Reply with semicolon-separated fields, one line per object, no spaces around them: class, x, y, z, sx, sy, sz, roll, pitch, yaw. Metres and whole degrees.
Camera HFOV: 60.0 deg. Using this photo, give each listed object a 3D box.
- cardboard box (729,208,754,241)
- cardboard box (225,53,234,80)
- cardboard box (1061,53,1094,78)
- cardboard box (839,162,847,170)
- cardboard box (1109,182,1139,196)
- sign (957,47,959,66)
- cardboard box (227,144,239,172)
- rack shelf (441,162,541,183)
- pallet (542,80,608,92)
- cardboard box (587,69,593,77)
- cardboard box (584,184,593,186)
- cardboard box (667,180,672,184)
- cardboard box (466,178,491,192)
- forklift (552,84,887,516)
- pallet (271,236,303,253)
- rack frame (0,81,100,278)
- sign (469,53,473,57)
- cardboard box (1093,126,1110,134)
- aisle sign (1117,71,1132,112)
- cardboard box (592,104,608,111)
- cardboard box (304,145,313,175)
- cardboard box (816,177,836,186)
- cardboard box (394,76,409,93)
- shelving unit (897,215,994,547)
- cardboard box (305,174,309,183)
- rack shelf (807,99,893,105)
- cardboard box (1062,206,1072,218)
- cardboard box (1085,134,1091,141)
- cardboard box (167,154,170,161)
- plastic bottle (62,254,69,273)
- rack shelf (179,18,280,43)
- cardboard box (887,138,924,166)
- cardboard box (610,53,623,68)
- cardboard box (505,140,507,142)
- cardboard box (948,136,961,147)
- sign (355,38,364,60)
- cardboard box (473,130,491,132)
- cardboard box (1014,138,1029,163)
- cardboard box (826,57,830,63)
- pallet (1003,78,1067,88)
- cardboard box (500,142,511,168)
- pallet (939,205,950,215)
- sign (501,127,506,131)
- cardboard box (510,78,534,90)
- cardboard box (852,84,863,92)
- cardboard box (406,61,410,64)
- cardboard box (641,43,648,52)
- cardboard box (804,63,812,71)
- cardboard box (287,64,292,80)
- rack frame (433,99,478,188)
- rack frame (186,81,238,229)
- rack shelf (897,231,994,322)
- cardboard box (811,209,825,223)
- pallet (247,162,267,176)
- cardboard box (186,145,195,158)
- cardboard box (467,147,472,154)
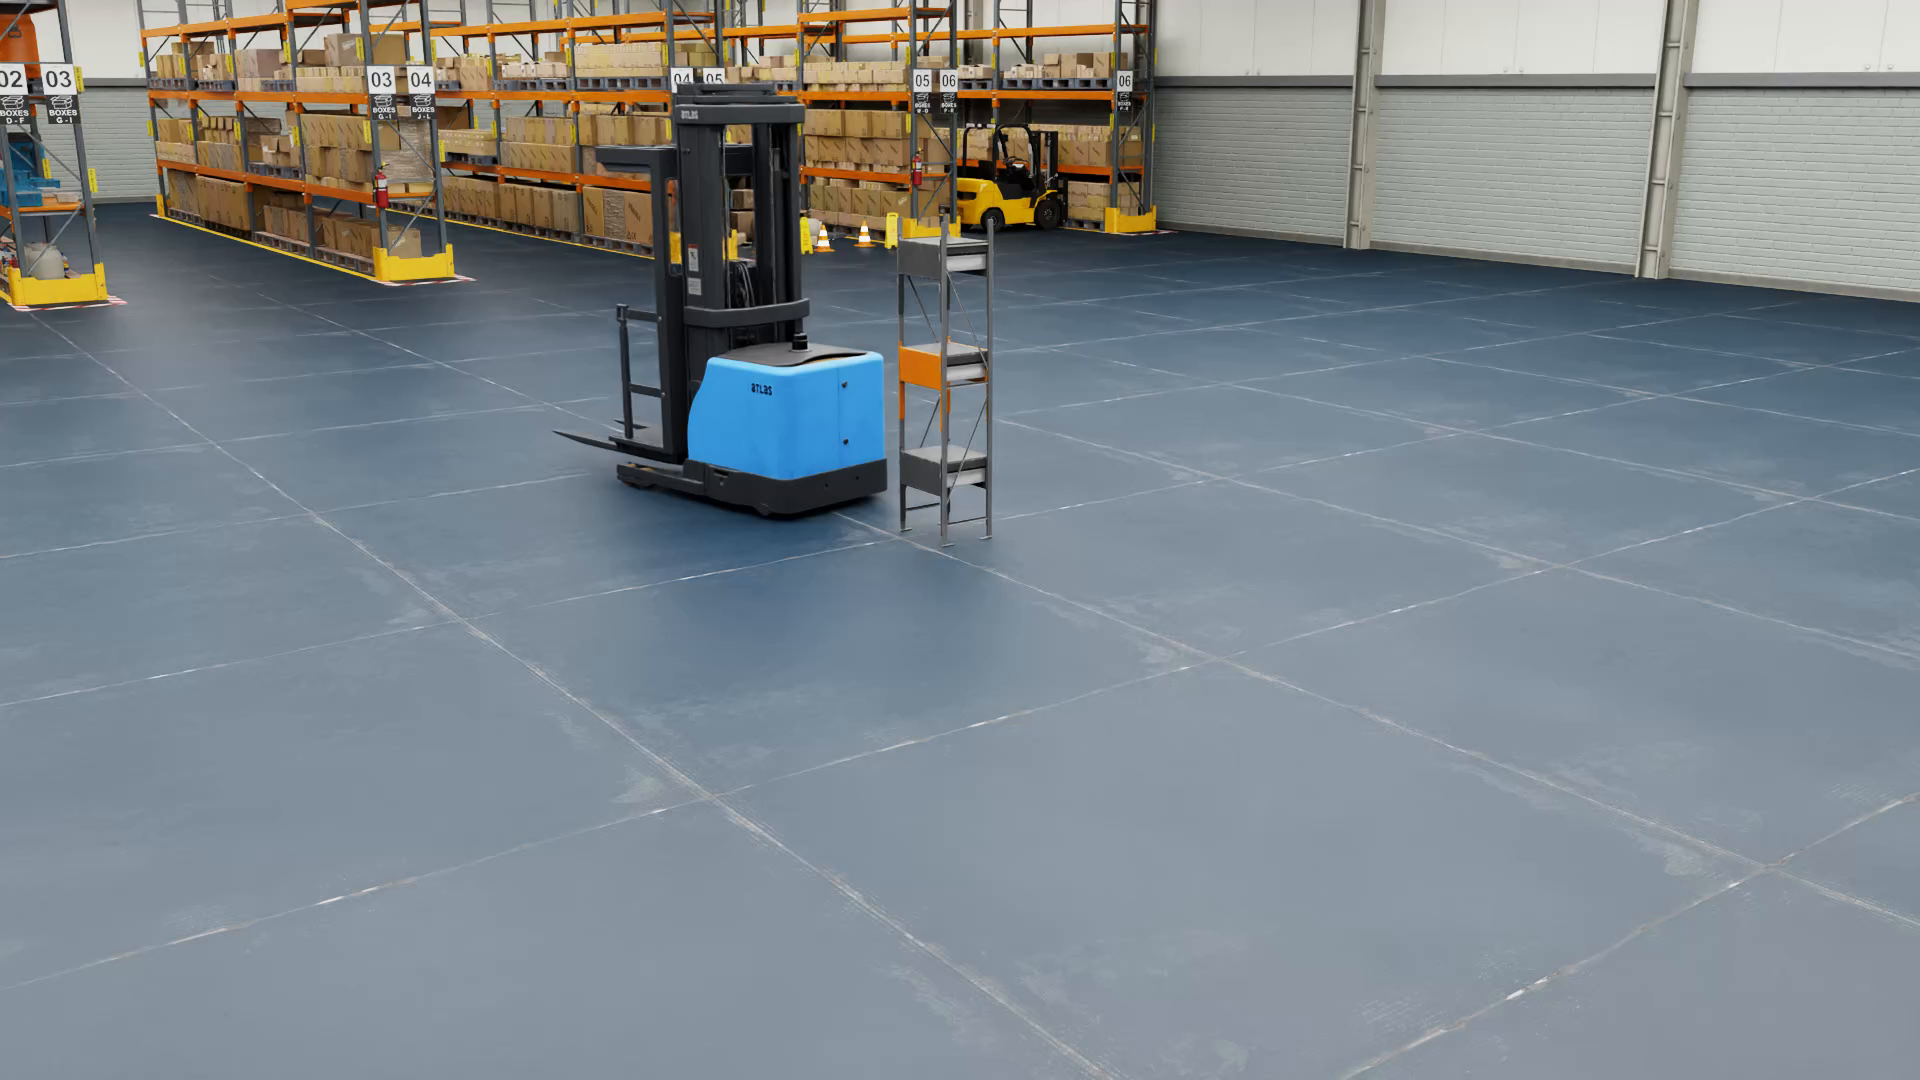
cardboard box;-4.131;-6.129;32.259;0.797;0.637;0.503;-11;19;-35
cardboard box;-13.631;-9.075;31.879;0.797;0.503;0.637;-10;18;-31
cardboard box;2.540;-9.895;34.691;0.700;0.500;0.500;-11;19;-34
cardboard box;-2.176;-7.428;33.010;0.380;0.149;0.250;-11;19;-34
cardboard box;3.389;-7.349;34.763;0.500;0.250;0.500;-11;19;-35
sign;-0.055;-9.040;31.084;0.100;0.325;0.005;-11;19;-35
cardboard box;-13.993;-7.480;32.533;0.500;0.500;0.500;-11;19;-35
rack shelf;-10.319;-8.085;36.298;1.077;0.370;4.000;-11;19;-35
pallet;-7.370;-8.694;31.839;0.805;0.209;1.217;-12;19;-37
cardboard box;-6.552;-8.489;30.218;0.380;0.149;0.250;-11;19;-35
cardboard box;-9.433;-9.345;43.595;0.875;0.438;0.875;-12;19;-36
cardboard box;-4.694;-6.442;28.645;0.875;0.550;0.550;-11;19;-35
cardboard box;-10.349;-7.686;35.997;0.500;0.250;0.500;-10;18;-33
forklift;-1.961;-1.883;12.405;3.031;2.935;1.130;13;20;40
pallet;-12.043;-5.485;30.715;1.003;0.211;1.213;-11;19;-35
rack frame;-12.517;-4.780;22.859;1.000;3.000;0.127;-11;19;-35
sign;-11.048;-10.833;37.565;0.100;0.325;0.005;-11;19;-35
cardboard box;2.967;-8.454;34.302;0.380;0.149;0.250;-11;19;-34
aisle sign;3.320;-9.053;33.544;0.394;0.787;0.004;-11;19;-35
cardboard box;-9.039;-10.890;41.872;0.380;0.149;0.250;-11;19;-36
cardboard box;-10.648;-6.489;28.350;0.875;0.500;0.500;-11;19;-35
cardboard box;-2.693;-7.288;33.786;0.380;0.149;0.250;-11;19;-34
cardboard box;-8.584;-7.066;25.814;0.500;0.250;0.500;-10;18;-33
shelving unit;-0.097;-1.048;10.928;0.431;2.100;0.503;-11;19;-35
cardboard box;-10.979;-6.189;28.483;0.380;0.149;0.250;-11;19;-35
rack shelf;-2.361;-11.093;41.606;1.077;0.370;4.000;-11;19;-35
cardboard box;2.415;-7.002;35.389;0.500;0.250;0.500;-11;19;-34
cardboard box;2.811;-8.365;34.538;0.380;0.149;0.250;-10;18;-34
cardboard box;-17.370;-8.498;36.919;0.380;0.149;0.250;-11;19;-36
plastic bottle;-13.331;-4.112;24.752;0.097;0.271;0.097;0;15;0
rack shelf;-14.390;-10.038;32.825;1.077;0.370;4.000;-11;19;-35
cardboard box;-1.036;-7.352;31.502;0.500;0.500;0.500;-11;19;-36
cardboard box;-5.837;-8.449;29.317;0.500;0.250;0.500;-11;19;-34
cardboard box;-9.426;-8.422;35.283;0.380;0.149;0.250;-10;18;-32
cardboard box;0.067;-9.165;38.218;0.500;0.250;0.500;-10;18;-33
sign;-8.971;-7.341;24.855;0.100;0.325;0.005;-11;19;-35
cardboard box;-10.495;-8.951;36.650;0.380;0.149;0.250;-12;19;-36
cardboard box;1.536;-8.517;36.322;0.500;0.500;0.500;-10;18;-34
cardboard box;-3.302;-12.286;42.742;0.396;0.266;0.258;-11;19;-35
pallet;1.689;-9.938;36.191;1.003;0.211;1.213;-11;19;-35
cardboard box;-9.097;-7.916;34.126;0.500;0.500;0.500;-11;19;-34
pallet;-0.020;-7.779;39.100;1.003;0.211;1.213;-11;19;-35
sign;-13.311;-11.840;48.141;0.327;0.218;0.001;-11;19;-35
cardboard box;-9.263;-9.664;34.830;0.500;0.500;0.500;-11;19;-35
cardboard box;-1.869;-8.766;32.217;0.380;0.149;0.250;-11;19;-35
cardboard box;-12.519;-10.913;38.167;0.380;0.149;0.250;-12;19;-37
cardboard box;-5.208;-8.386;28.331;0.380;0.149;0.250;-10;18;-34
cardboard box;-2.925;-9.533;33.509;0.380;0.149;0.250;-11;19;-36
cardboard box;-11.496;-8.173;29.031;0.396;0.266;0.258;-10;18;-33
rack frame;-11.495;-8.860;37.764;1.000;3.000;0.127;-11;19;-35
rack frame;-15.566;-8.111;35.030;1.000;3.000;0.127;-11;19;-35
rack shelf;-0.097;-1.710;10.747;0.431;0.518;0.480;-11;19;-35
cardboard box;-2.718;-6.650;34.102;0.500;0.250;0.500;-12;19;-37
pallet;-12.709;-7.029;31.439;1.213;0.211;1.003;-11;19;-35
cardboard box;-16.038;-8.236;35.206;0.500;0.250;0.500;-11;19;-36
cardboard box;-10.244;-8.283;35.337;0.380;0.149;0.250;-11;19;-35
